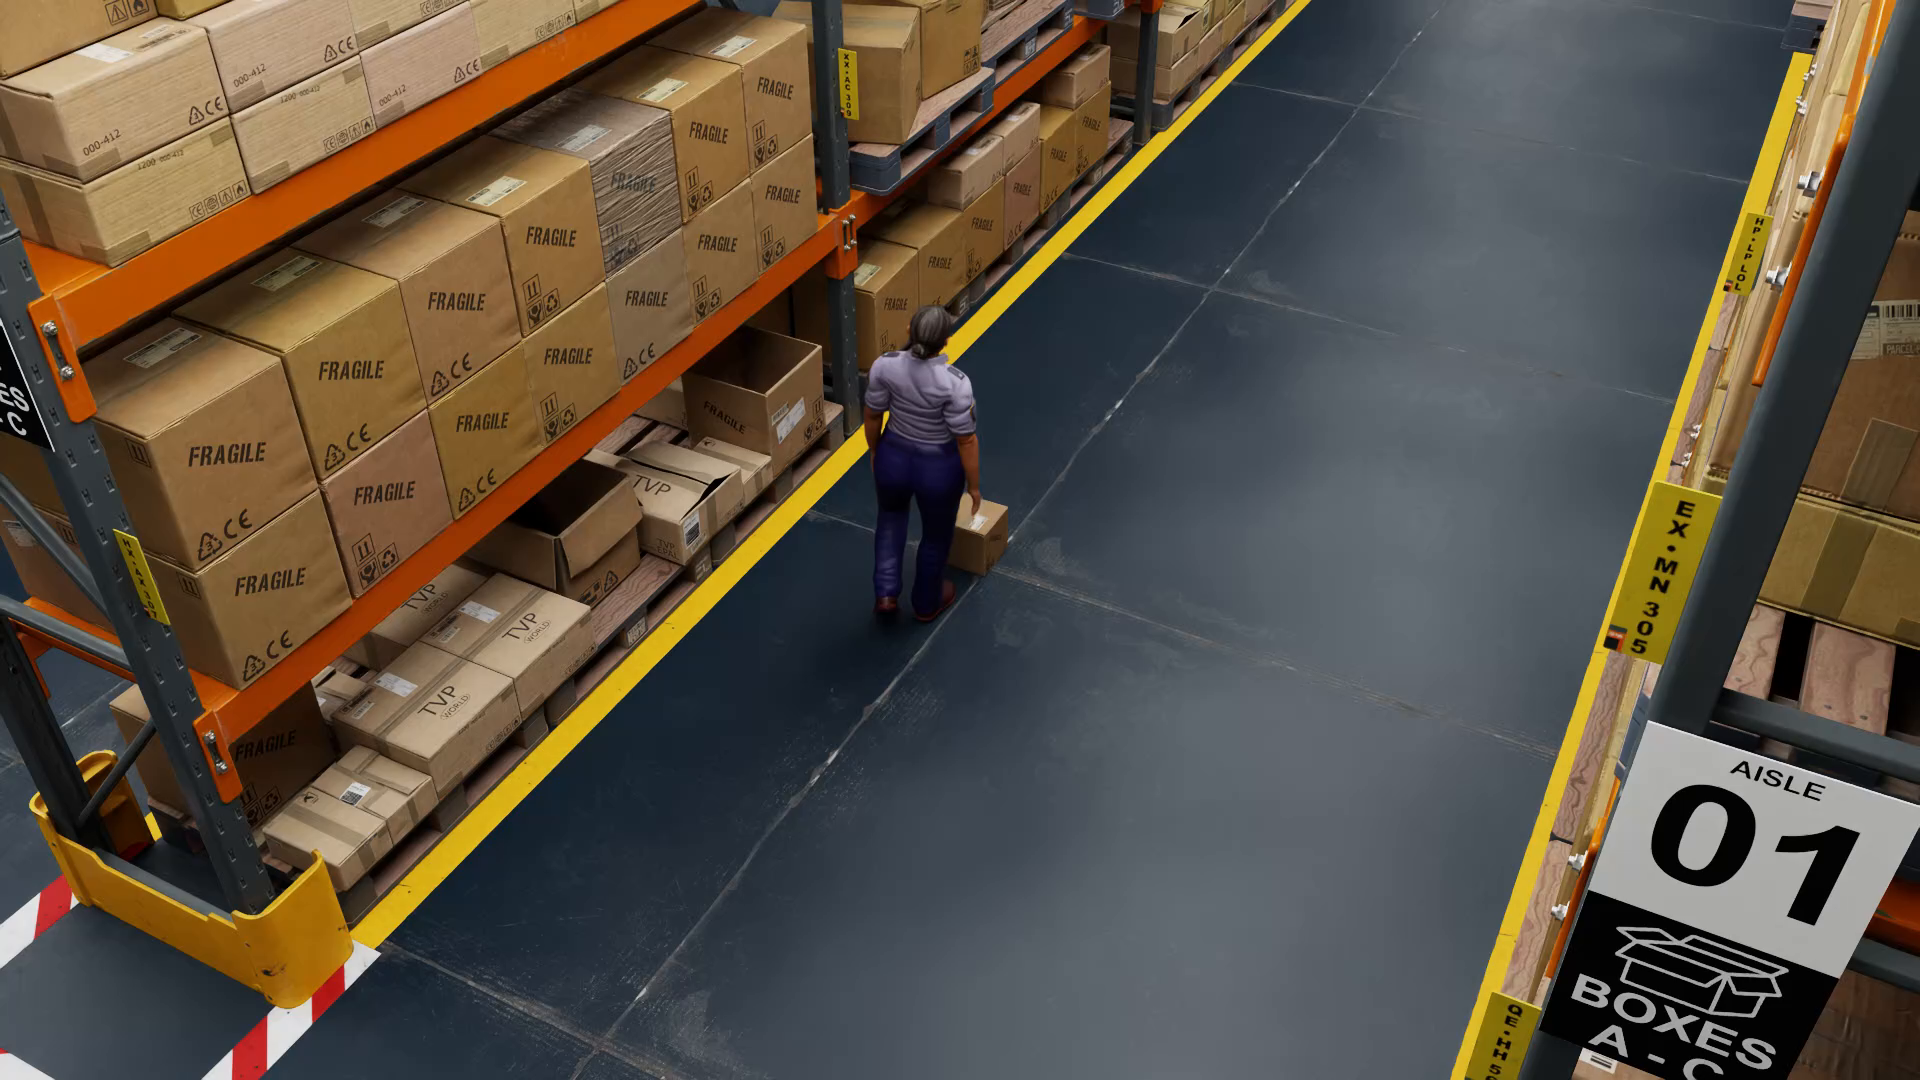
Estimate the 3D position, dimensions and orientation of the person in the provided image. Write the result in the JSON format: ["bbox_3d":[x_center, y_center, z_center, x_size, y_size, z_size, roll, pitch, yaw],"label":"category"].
[{"bbox_3d":[-0.155,-0.293,7.142,0.538,1.630,0.461,14,40,17],"label":"person"}]
